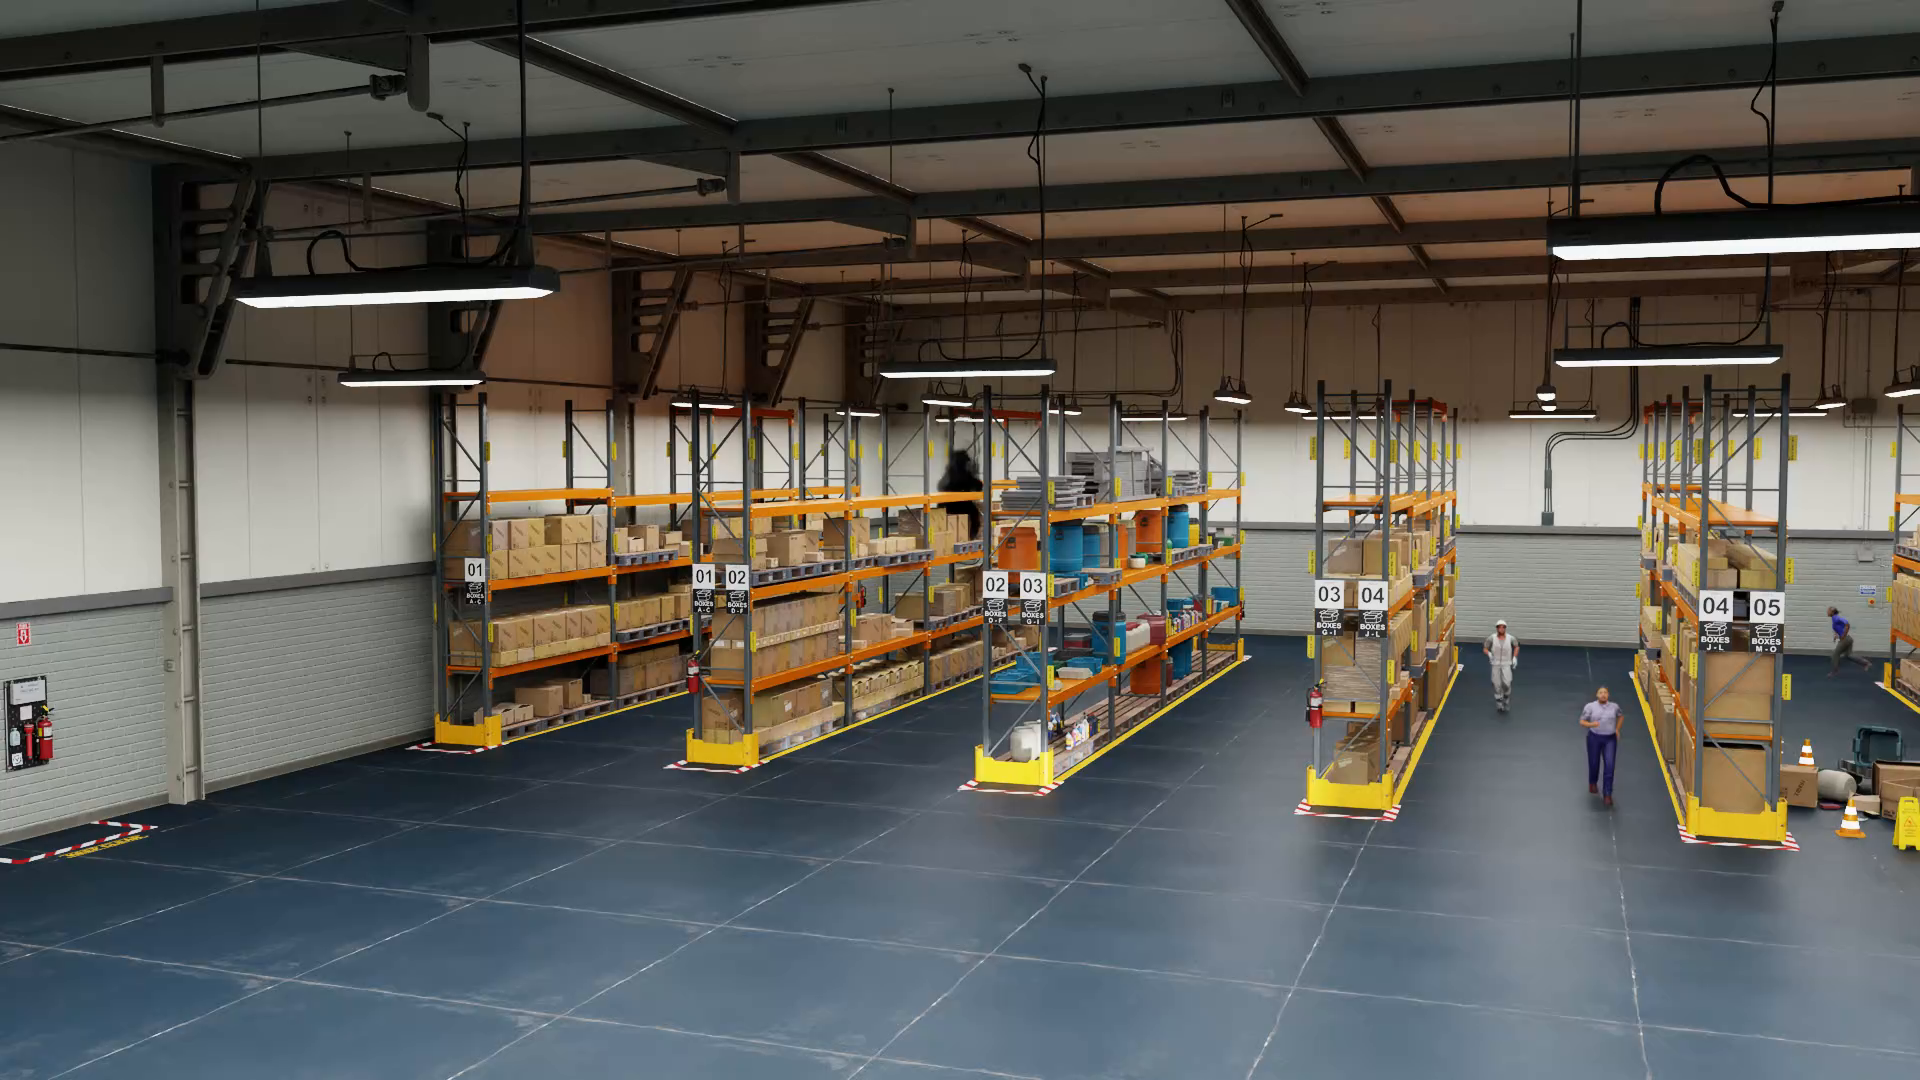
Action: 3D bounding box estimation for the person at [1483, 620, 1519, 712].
[{"bbox_3d":[10.359,2.419,31.869,0.645,1.766,0.663,1,3,20],"label":"person"}]

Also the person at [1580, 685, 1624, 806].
[{"bbox_3d":[9.151,2.892,23.706,0.608,1.642,0.904,1,3,16],"label":"person"}]

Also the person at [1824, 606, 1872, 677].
[{"bbox_3d":[19.649,2.287,36.734,0.955,1.607,0.599,1,3,17],"label":"person"}]
